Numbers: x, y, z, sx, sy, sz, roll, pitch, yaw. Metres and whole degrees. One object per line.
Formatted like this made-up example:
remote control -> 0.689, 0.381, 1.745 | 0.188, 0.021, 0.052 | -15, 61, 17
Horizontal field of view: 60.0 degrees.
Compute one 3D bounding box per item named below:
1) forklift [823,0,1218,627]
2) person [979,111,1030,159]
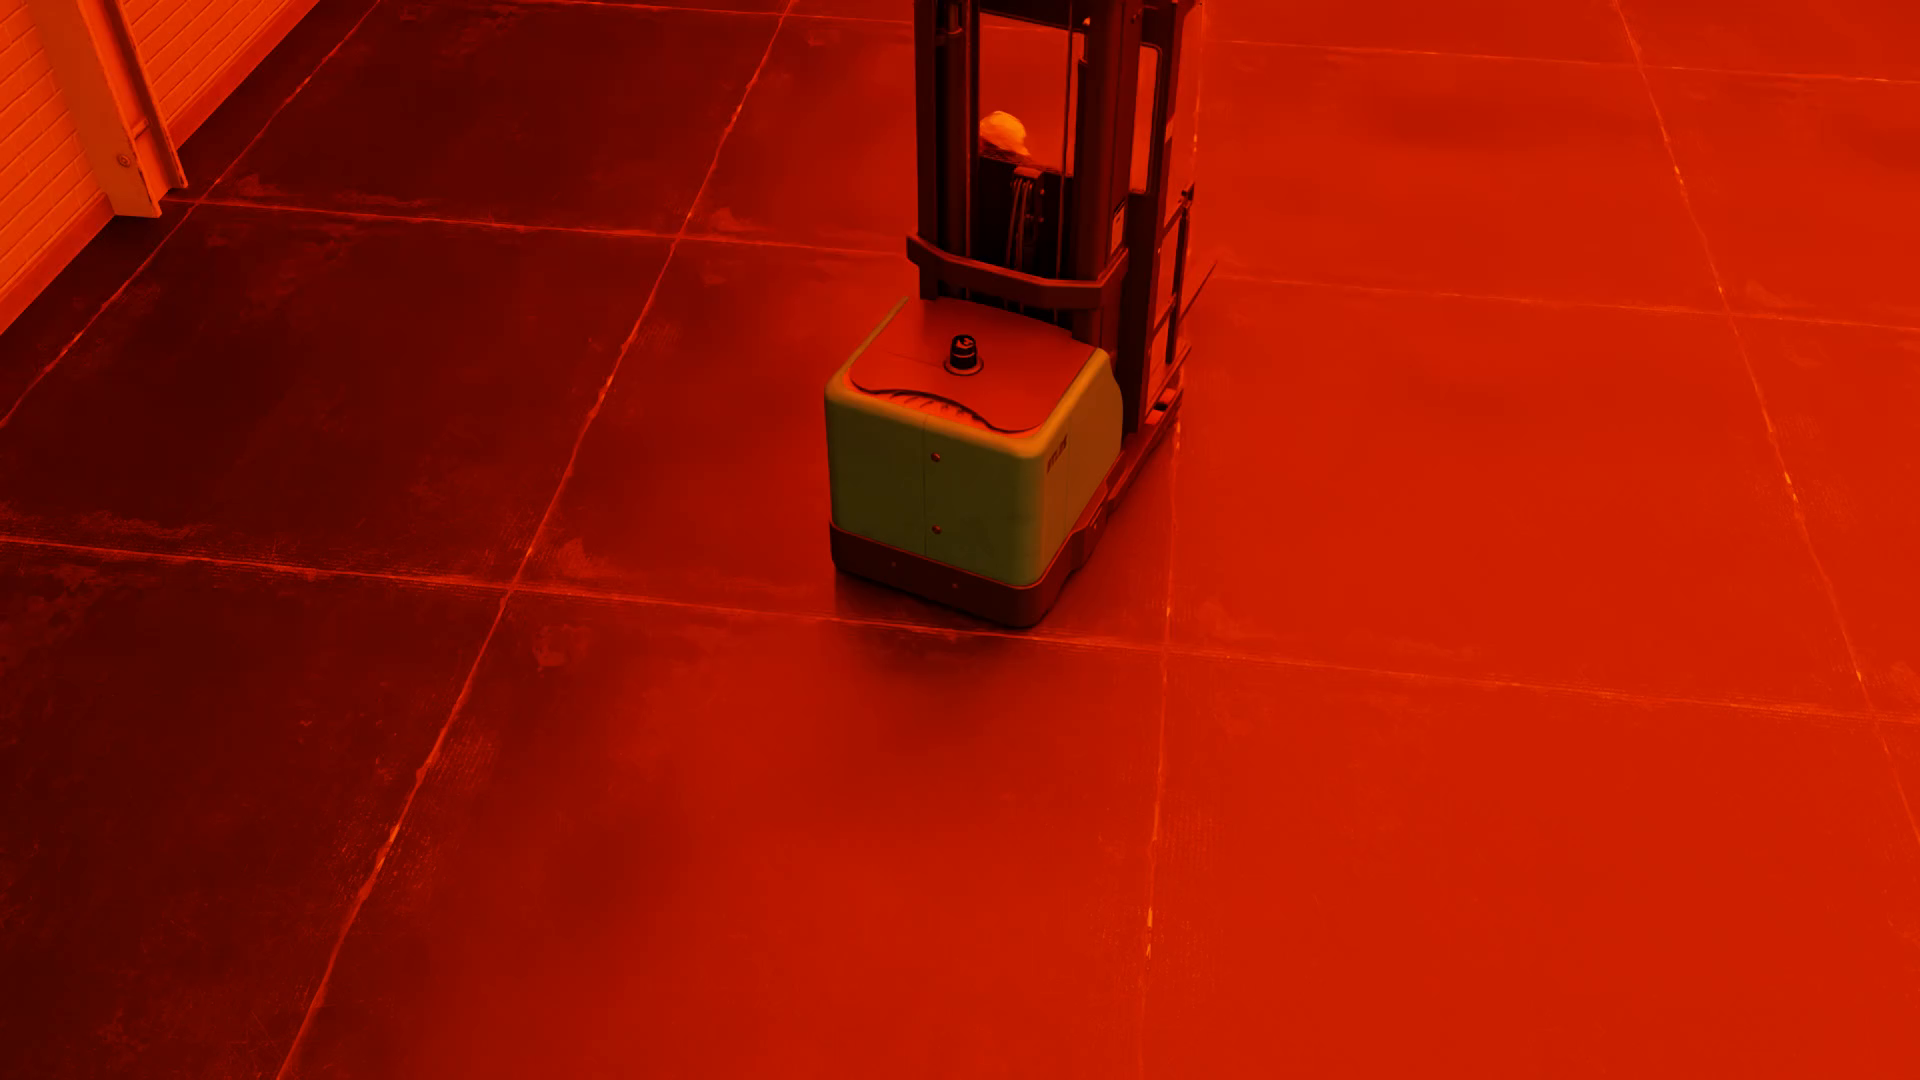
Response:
forklift -> 0.493, -1.693, 7.568 | 1.130, 2.935, 3.031 | 18, 45, 18
person -> 0.228, -1.453, 8.311 | 0.737, 1.545, 1.076 | -16, 45, -17
